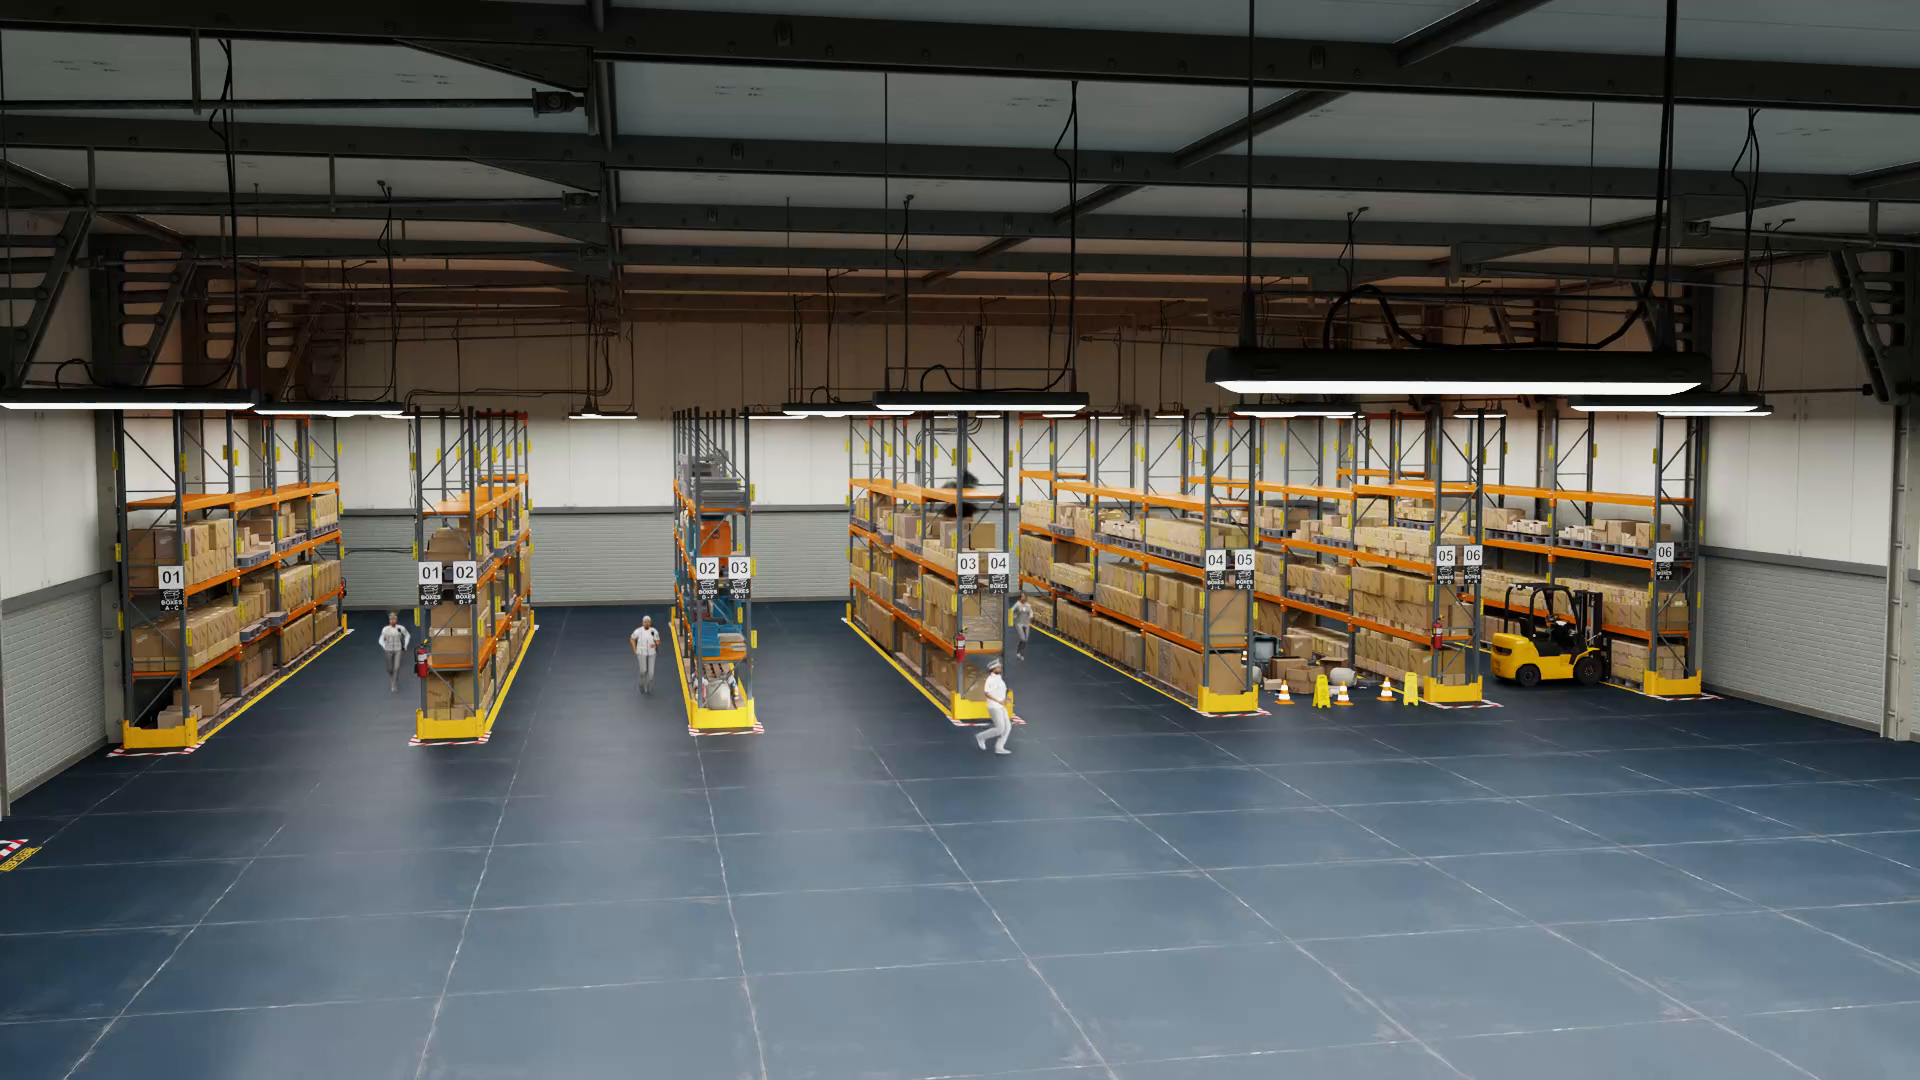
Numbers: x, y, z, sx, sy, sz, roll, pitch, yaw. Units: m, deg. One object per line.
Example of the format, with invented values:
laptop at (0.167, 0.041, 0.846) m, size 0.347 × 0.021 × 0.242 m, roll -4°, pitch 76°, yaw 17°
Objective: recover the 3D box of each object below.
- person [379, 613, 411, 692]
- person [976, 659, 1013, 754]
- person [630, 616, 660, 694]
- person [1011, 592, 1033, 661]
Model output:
person at (-12.071, 2.377, 35.525) m, size 0.632 × 1.666 × 0.842 m, roll -1°, pitch 4°, yaw -13°
person at (0.592, 2.858, 28.646) m, size 0.595 × 1.651 × 0.575 m, roll 1°, pitch 4°, yaw 19°
person at (-6.573, 2.416, 34.878) m, size 0.584 × 1.638 × 0.620 m, roll -2°, pitch 4°, yaw -22°
person at (1.424, 1.980, 37.813) m, size 0.521 × 1.561 × 0.585 m, roll -1°, pitch 4°, yaw -19°
